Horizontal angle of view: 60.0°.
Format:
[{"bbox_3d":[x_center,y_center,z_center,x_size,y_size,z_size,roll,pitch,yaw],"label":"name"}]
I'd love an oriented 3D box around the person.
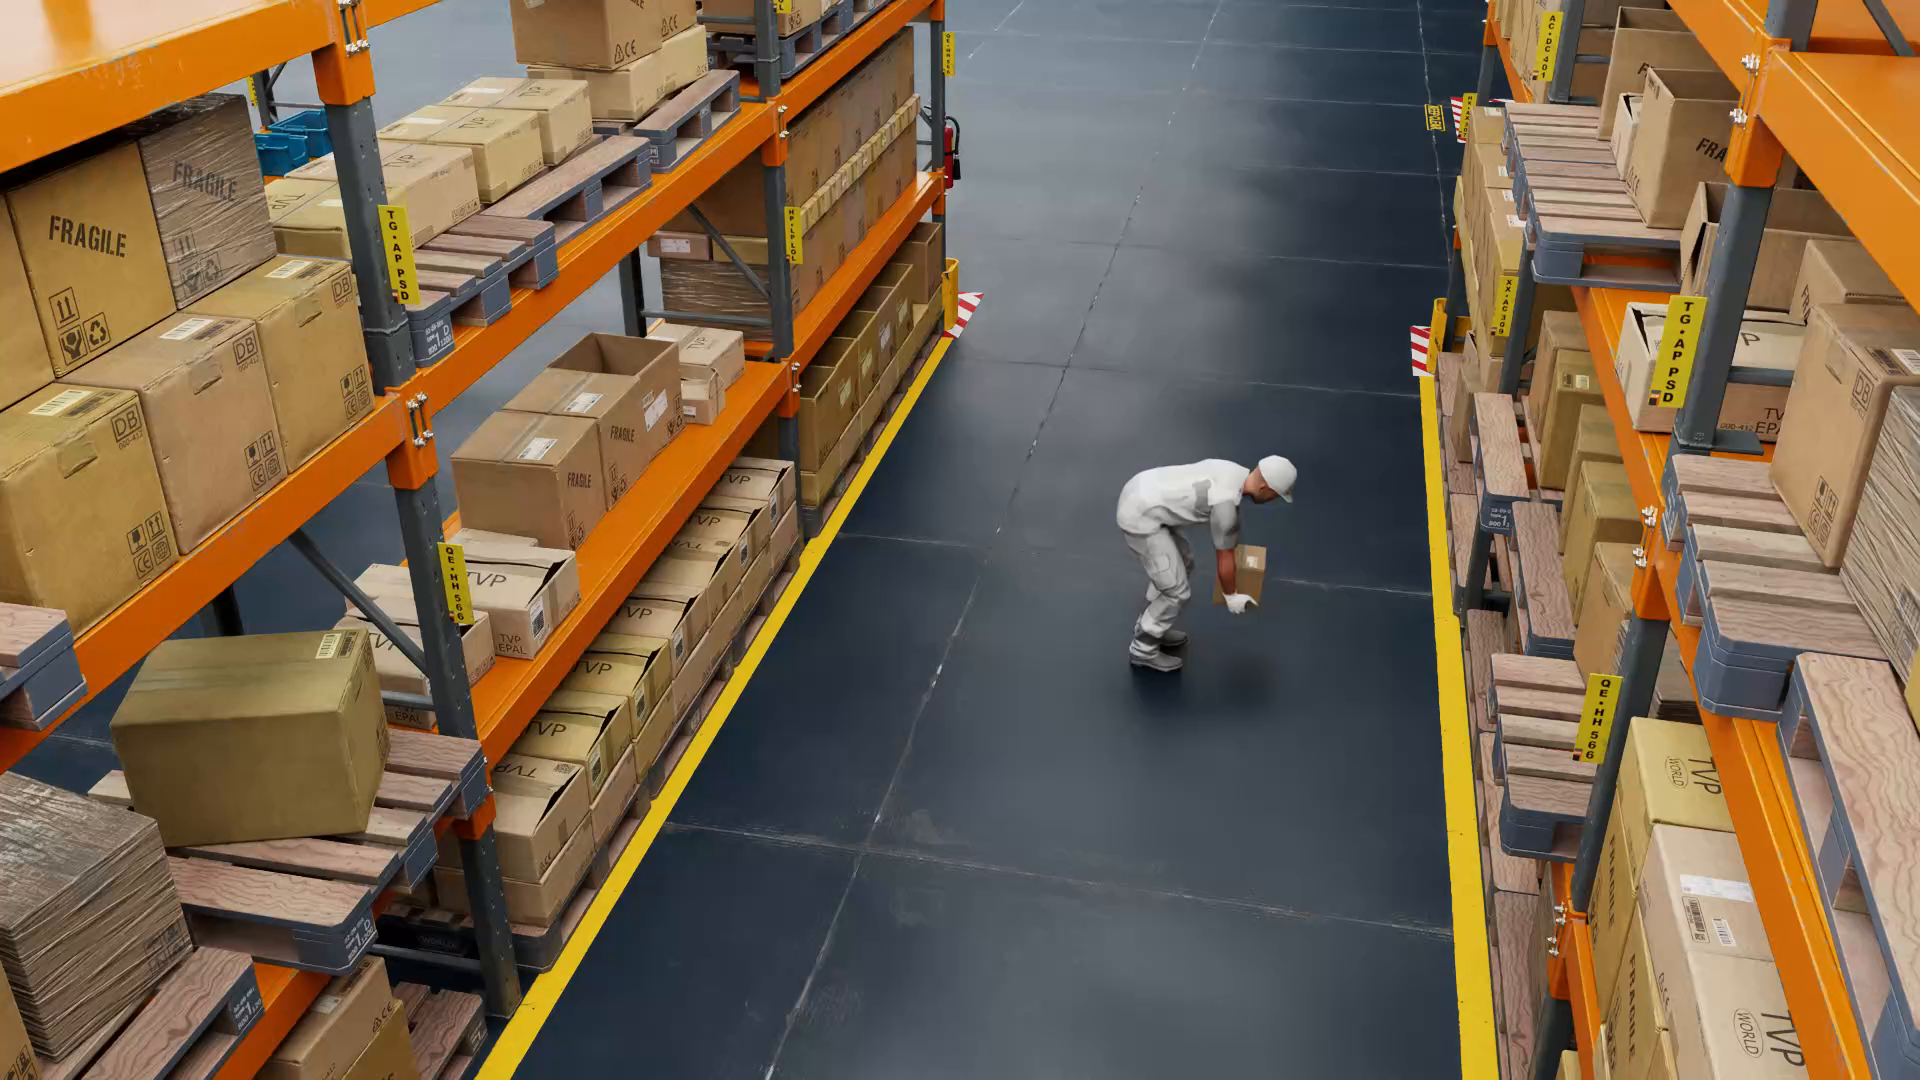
[{"bbox_3d":[1.297,0.097,8.971,0.927,1.258,0.507,5,29,9],"label":"person"}]
